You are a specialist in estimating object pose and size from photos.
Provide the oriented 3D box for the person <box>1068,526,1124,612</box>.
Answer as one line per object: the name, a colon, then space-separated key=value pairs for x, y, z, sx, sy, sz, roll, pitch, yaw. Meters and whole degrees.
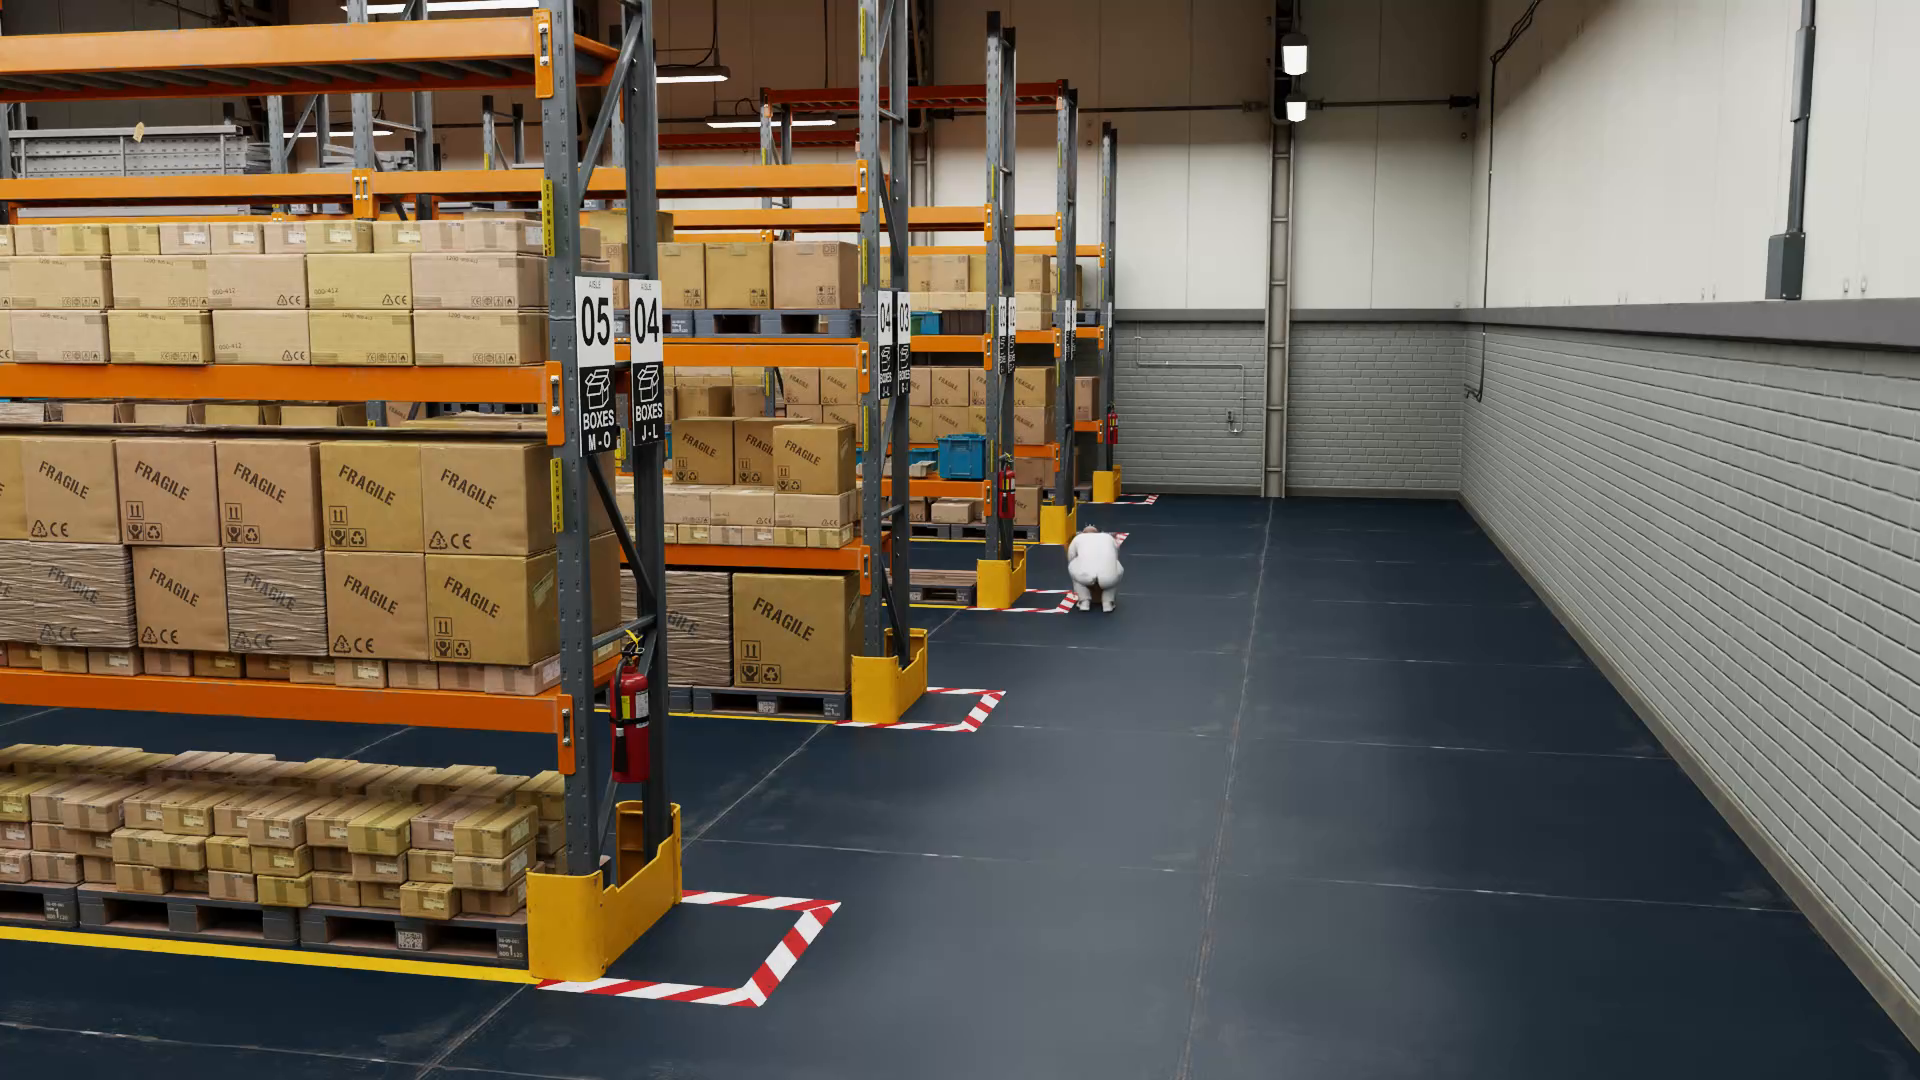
person: x=1.410 y=0.344 z=17.286 sx=0.582 sy=0.894 sz=0.931 roll=1 pitch=8 yaw=5
